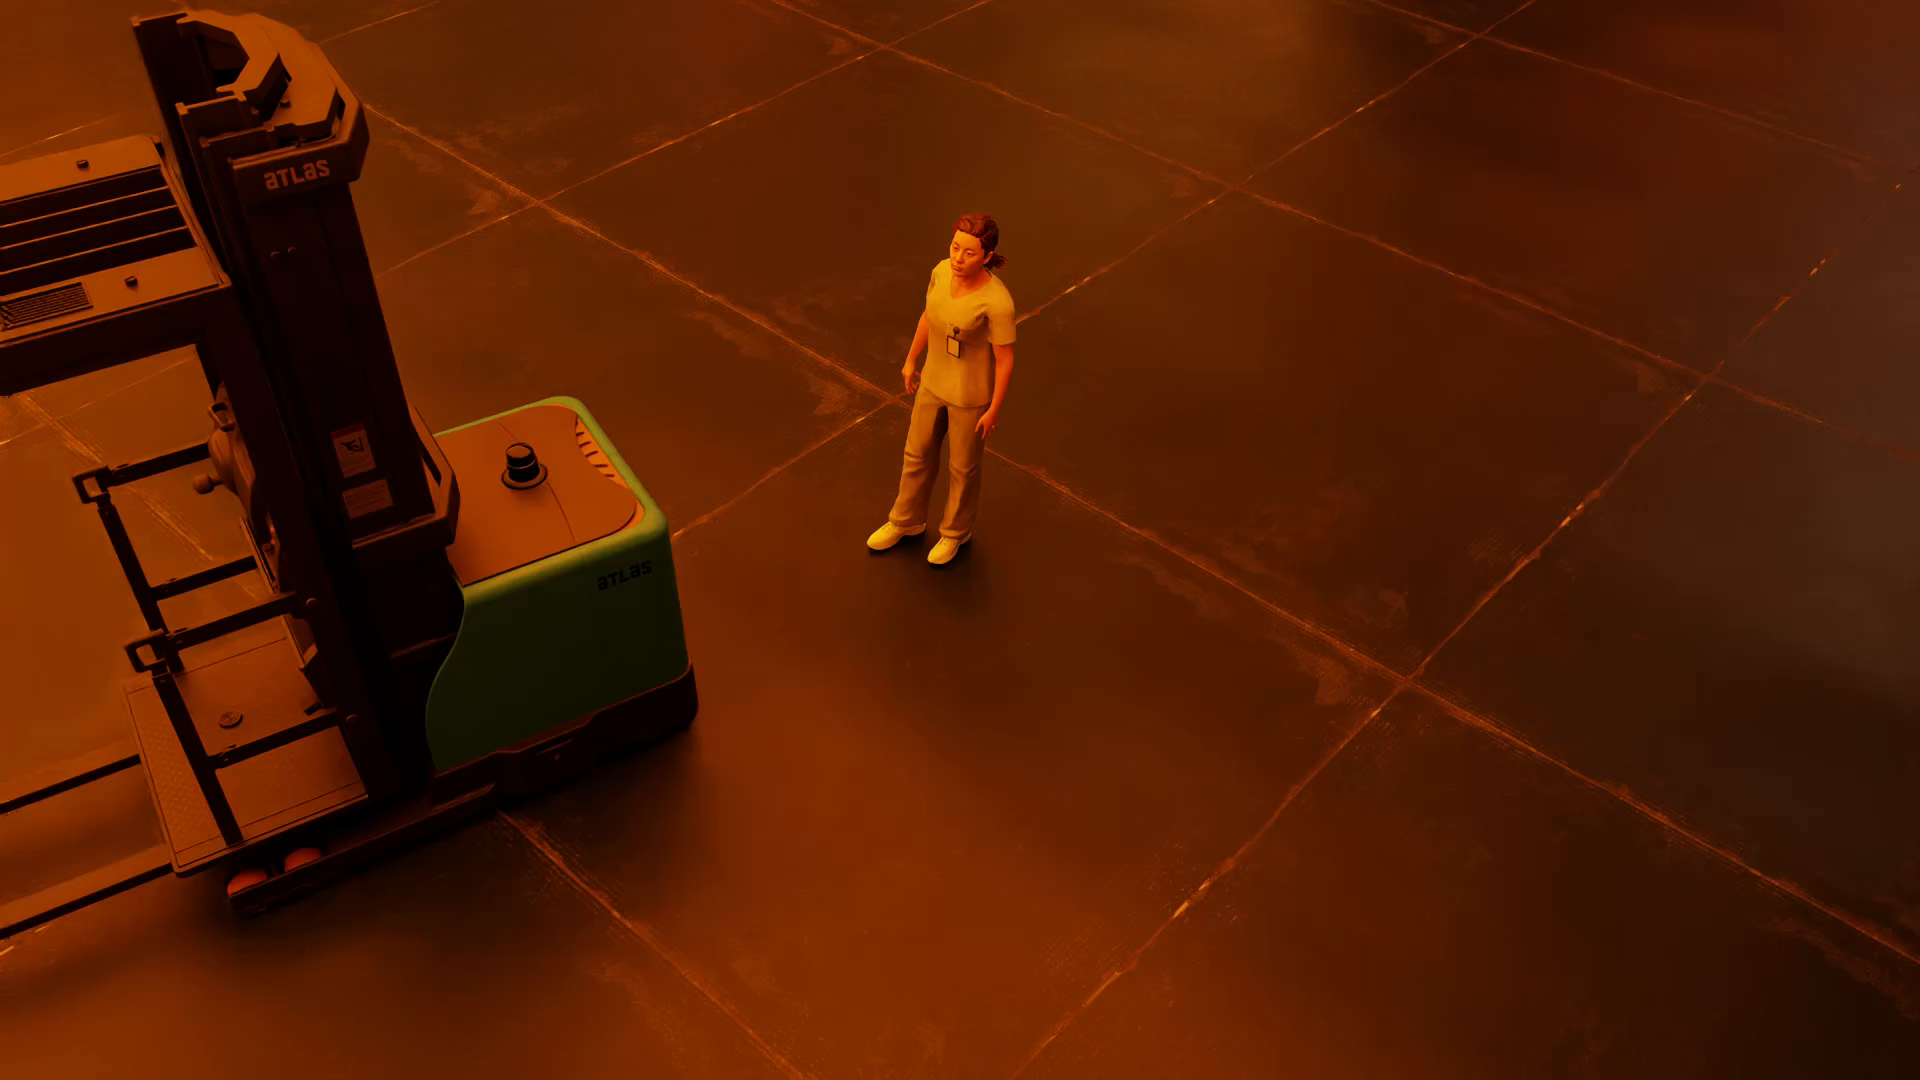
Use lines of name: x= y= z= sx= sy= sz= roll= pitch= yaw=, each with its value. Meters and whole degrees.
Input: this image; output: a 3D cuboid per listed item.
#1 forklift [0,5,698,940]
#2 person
forklift: x=-2.597 y=-0.142 z=5.593 sx=3.031 sy=2.935 sz=1.130 roll=-21 pitch=45 yaw=-23
person: x=-0.059 y=-0.612 z=7.095 sx=0.550 sy=1.675 sz=0.549 roll=31 pitch=49 yaw=31
